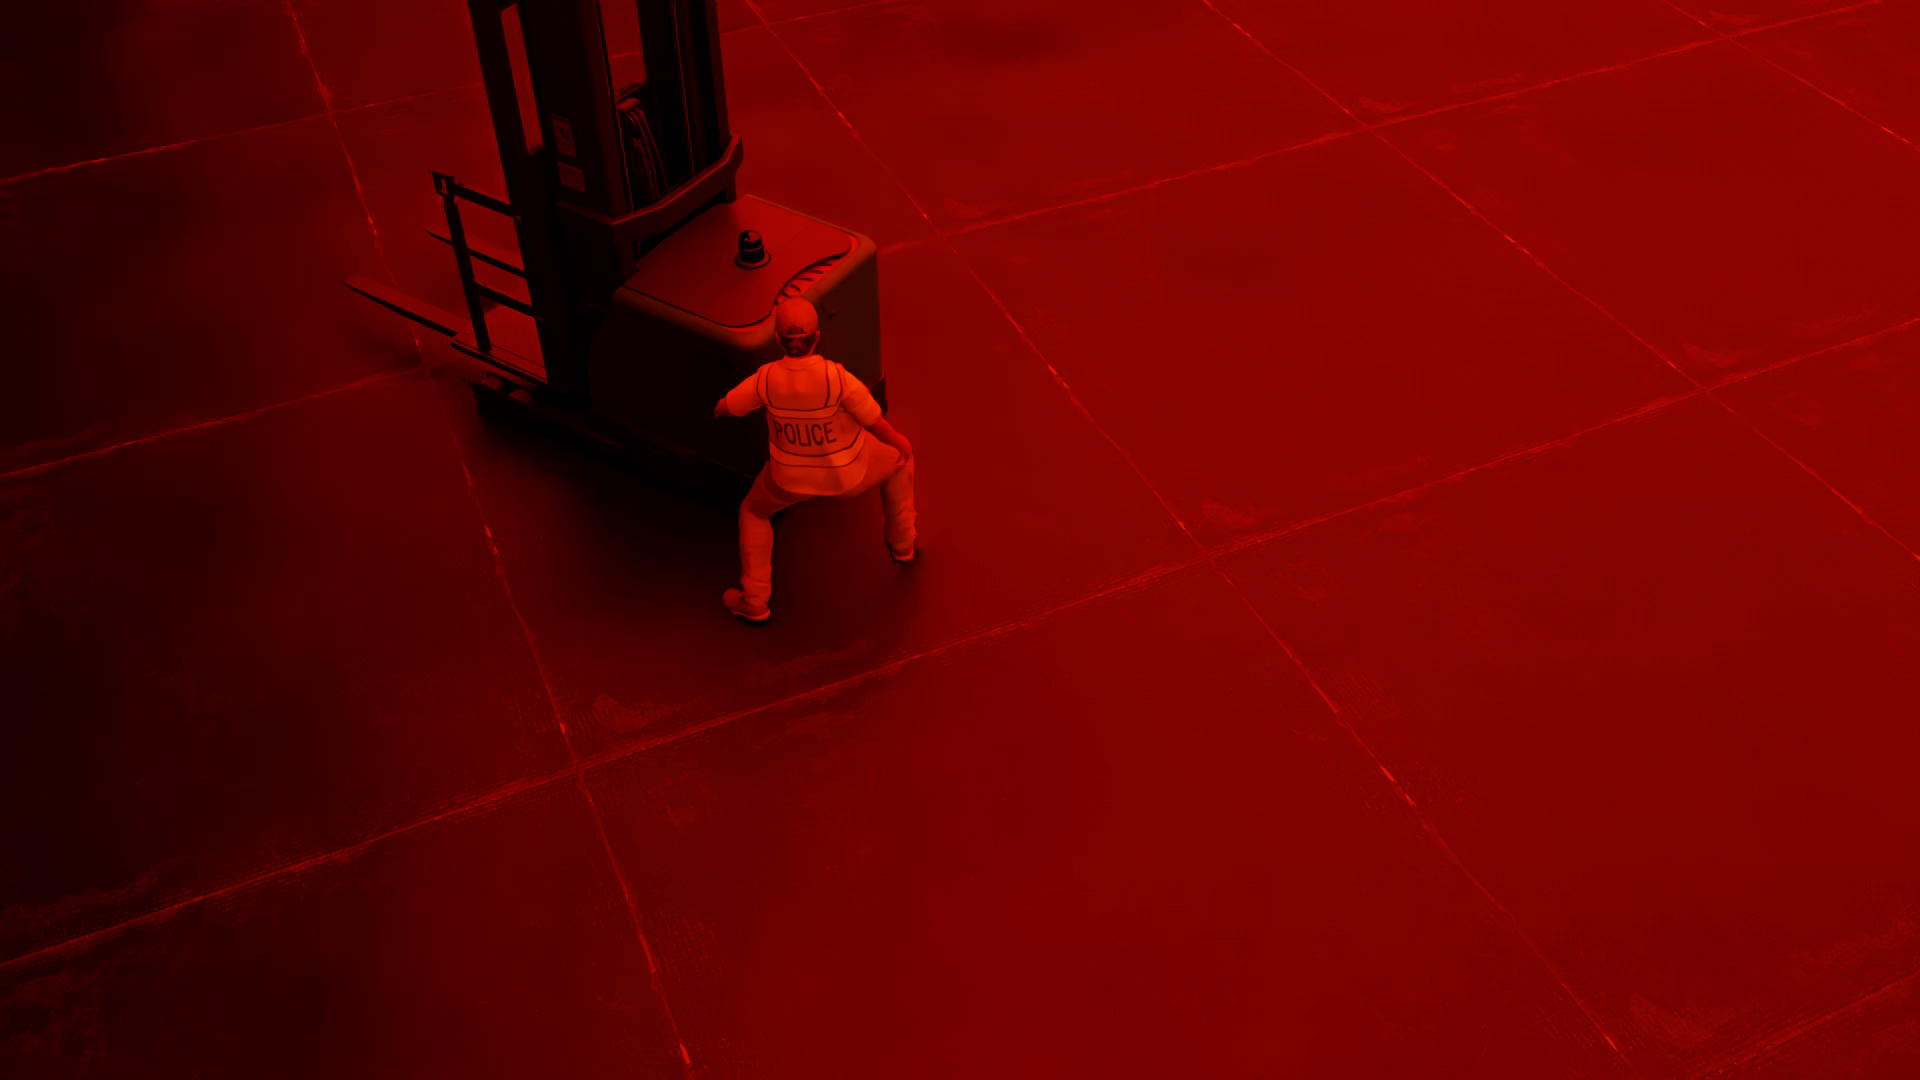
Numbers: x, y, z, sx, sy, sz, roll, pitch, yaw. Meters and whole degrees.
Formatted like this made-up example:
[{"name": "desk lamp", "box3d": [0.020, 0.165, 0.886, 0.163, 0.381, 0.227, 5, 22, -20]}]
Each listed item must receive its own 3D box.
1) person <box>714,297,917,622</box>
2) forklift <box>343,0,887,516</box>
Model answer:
[{"name": "person", "box3d": [-0.659, -0.380, 7.149, 0.895, 1.546, 0.691, 4, 43, 4]}, {"name": "forklift", "box3d": [-1.890, -1.954, 7.774, 3.031, 2.935, 1.130, 23, 48, 23]}]
